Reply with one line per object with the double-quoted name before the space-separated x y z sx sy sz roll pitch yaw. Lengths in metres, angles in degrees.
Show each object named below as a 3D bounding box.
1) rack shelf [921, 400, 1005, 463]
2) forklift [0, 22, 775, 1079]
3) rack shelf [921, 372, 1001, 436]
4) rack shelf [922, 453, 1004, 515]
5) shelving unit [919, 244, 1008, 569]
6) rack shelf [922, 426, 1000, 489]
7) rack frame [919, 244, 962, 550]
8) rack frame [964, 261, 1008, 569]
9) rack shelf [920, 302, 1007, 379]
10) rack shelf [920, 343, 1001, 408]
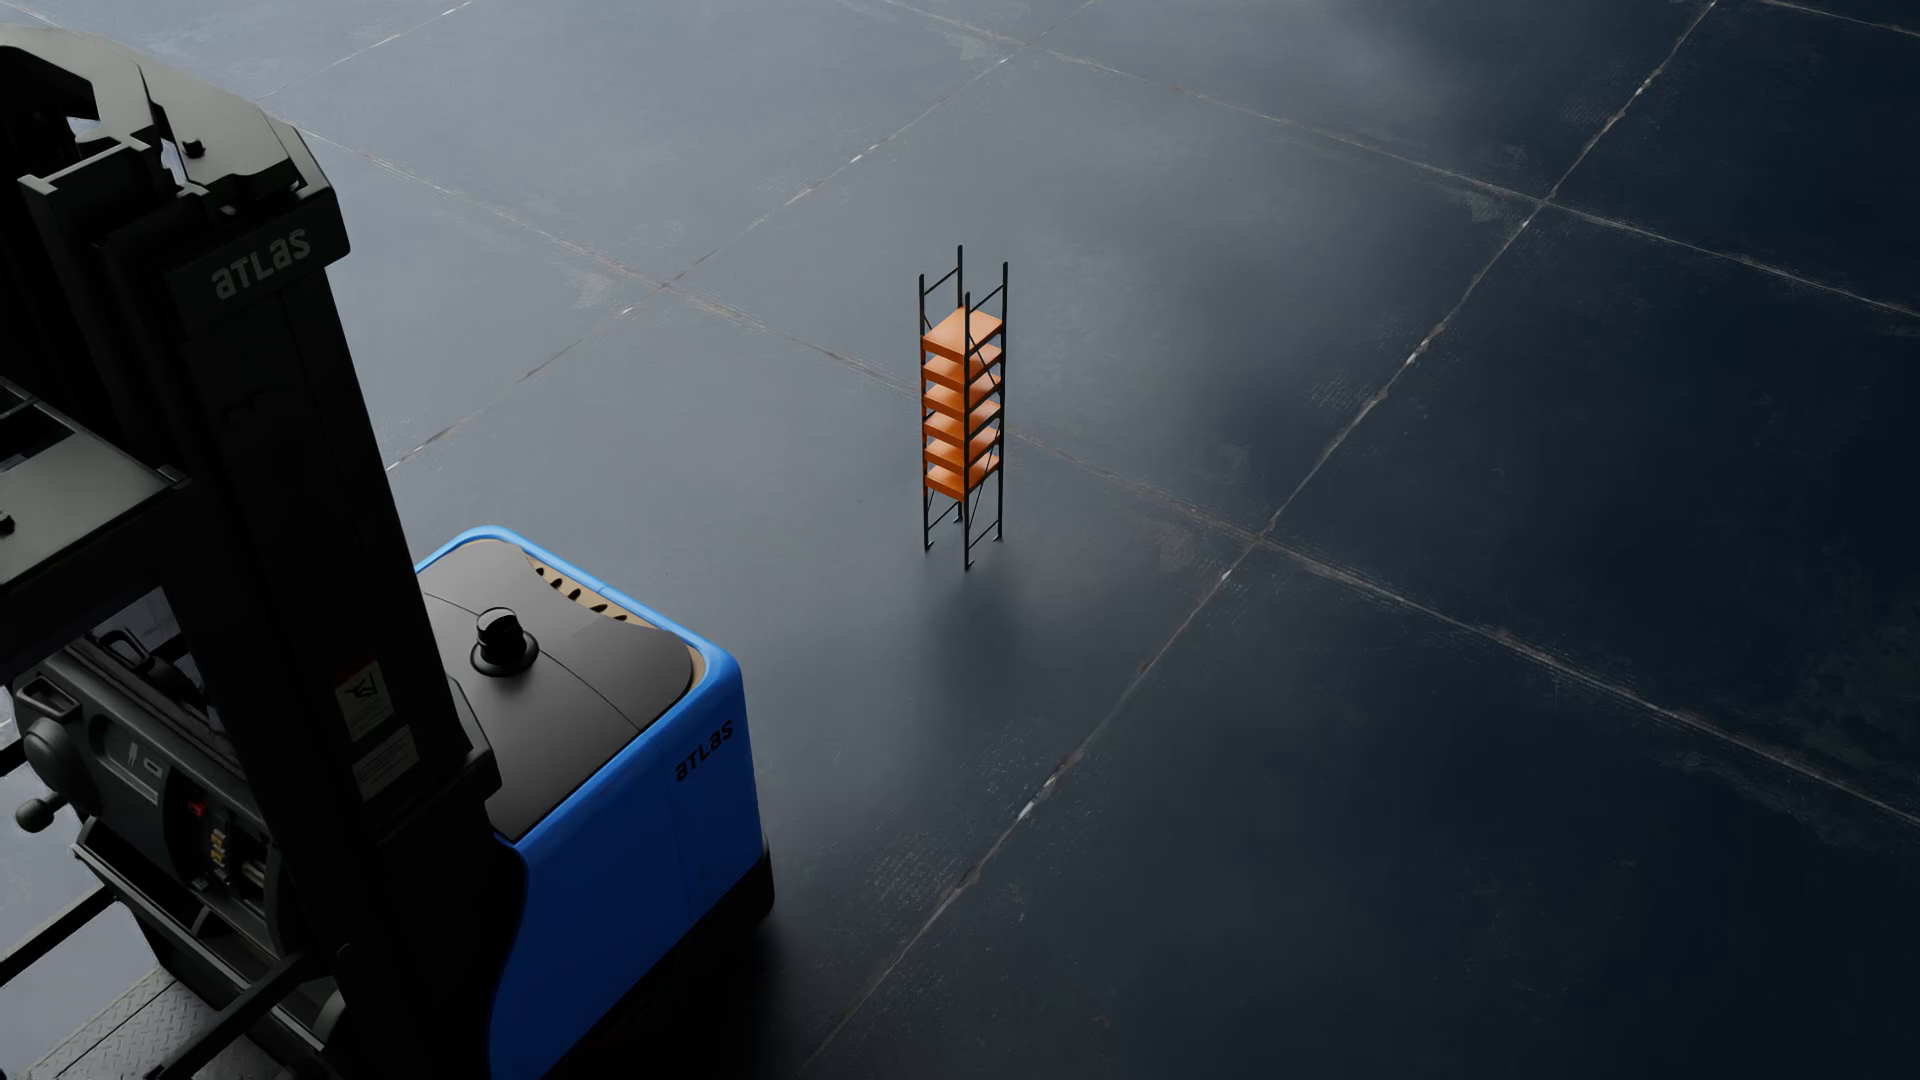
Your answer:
"rack shelf" 0.012 -0.408 5.873 0.180 0.103 0.258 25 48 25
"forklift" -1.822 0.626 3.353 1.130 2.935 3.031 26 48 26
"rack shelf" 0.012 -0.498 5.793 0.180 0.103 0.258 25 48 25
"rack shelf" 0.012 -0.230 6.033 0.180 0.103 0.258 25 48 25
"shelving unit" 0.012 -0.442 5.844 0.189 1.200 0.258 25 48 25
"rack shelf" 0.012 -0.319 5.953 0.180 0.103 0.258 25 48 25
"rack frame" -0.063 -0.477 5.883 0.006 1.200 0.240 25 48 25
"rack frame" 0.087 -0.407 5.805 0.006 1.200 0.240 25 48 25
"rack shelf" 0.012 -0.677 5.633 0.180 0.103 0.258 25 48 25
"rack shelf" 0.012 -0.587 5.713 0.180 0.103 0.258 25 48 25
